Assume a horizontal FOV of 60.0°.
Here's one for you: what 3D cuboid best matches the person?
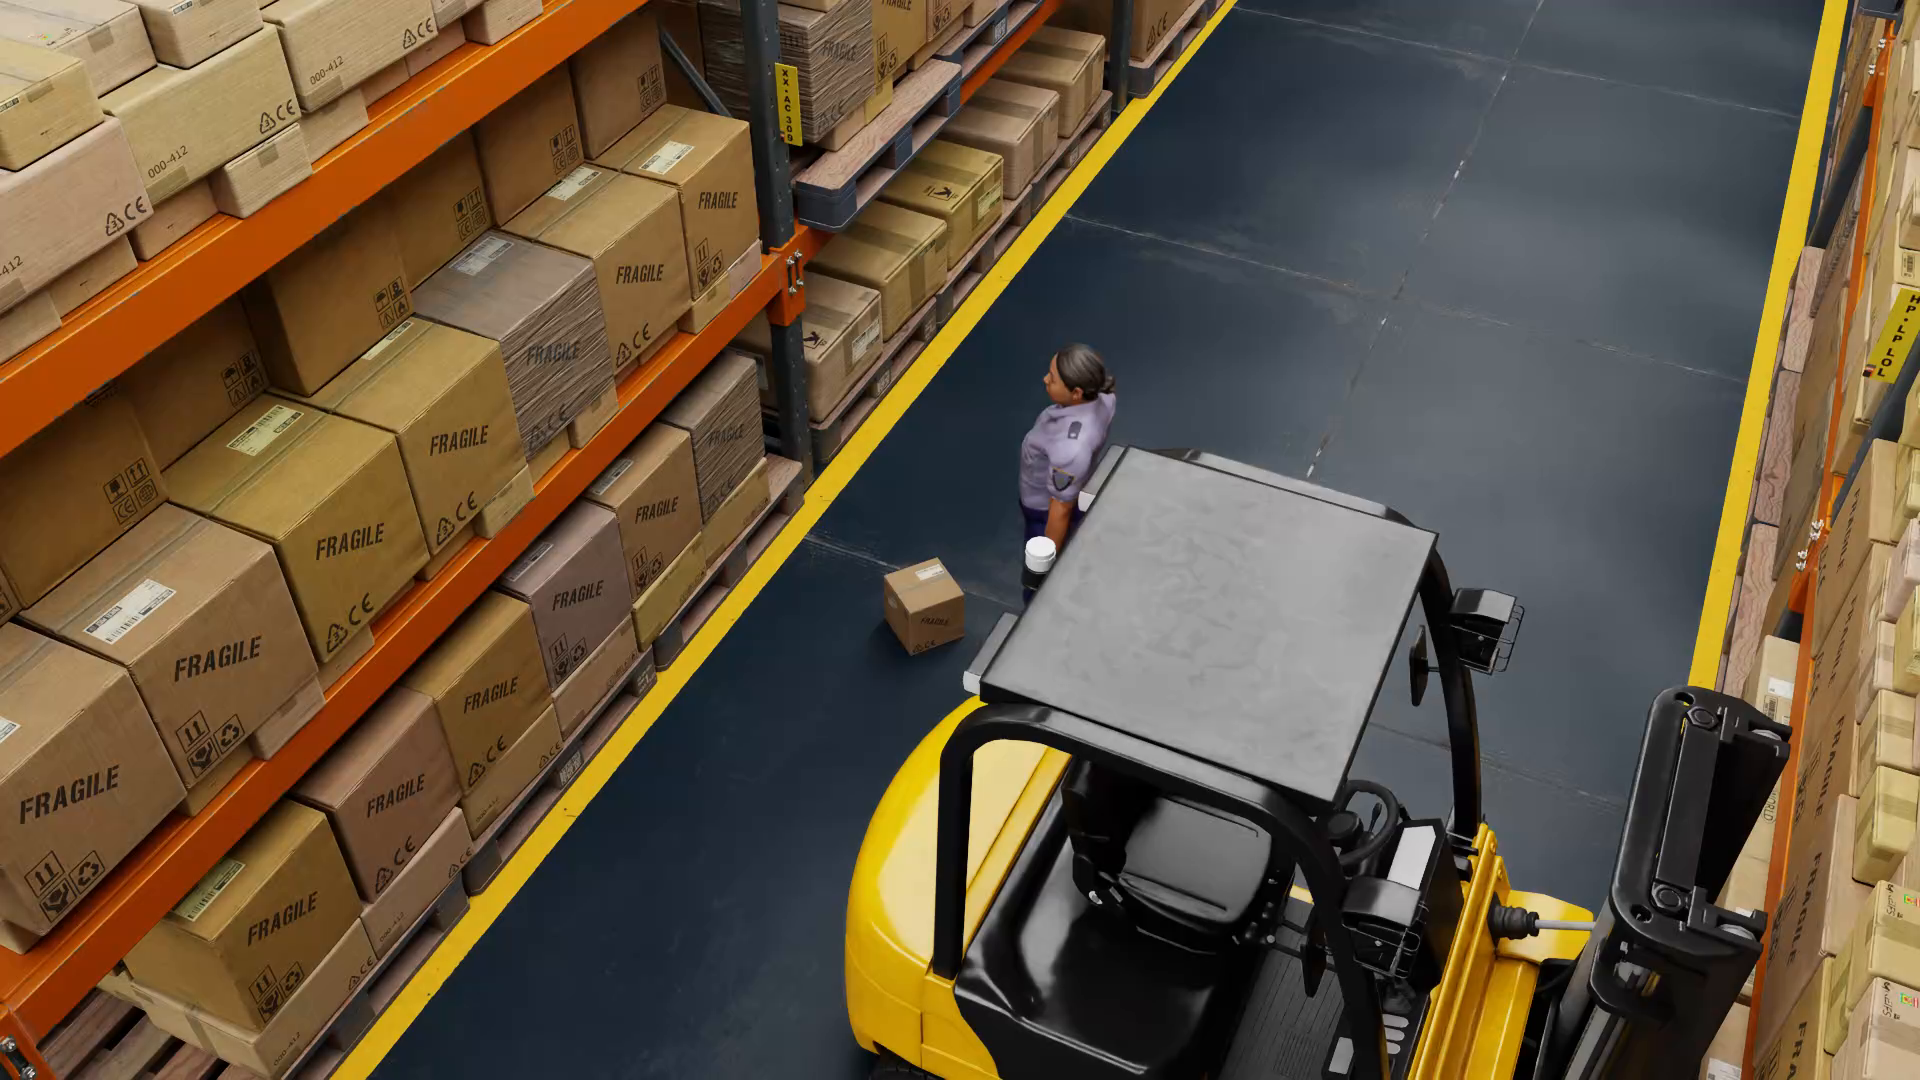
[{"bbox_3d":[0.380,-0.057,6.238,0.329,1.645,0.467,13,44,14],"label":"person"}]
